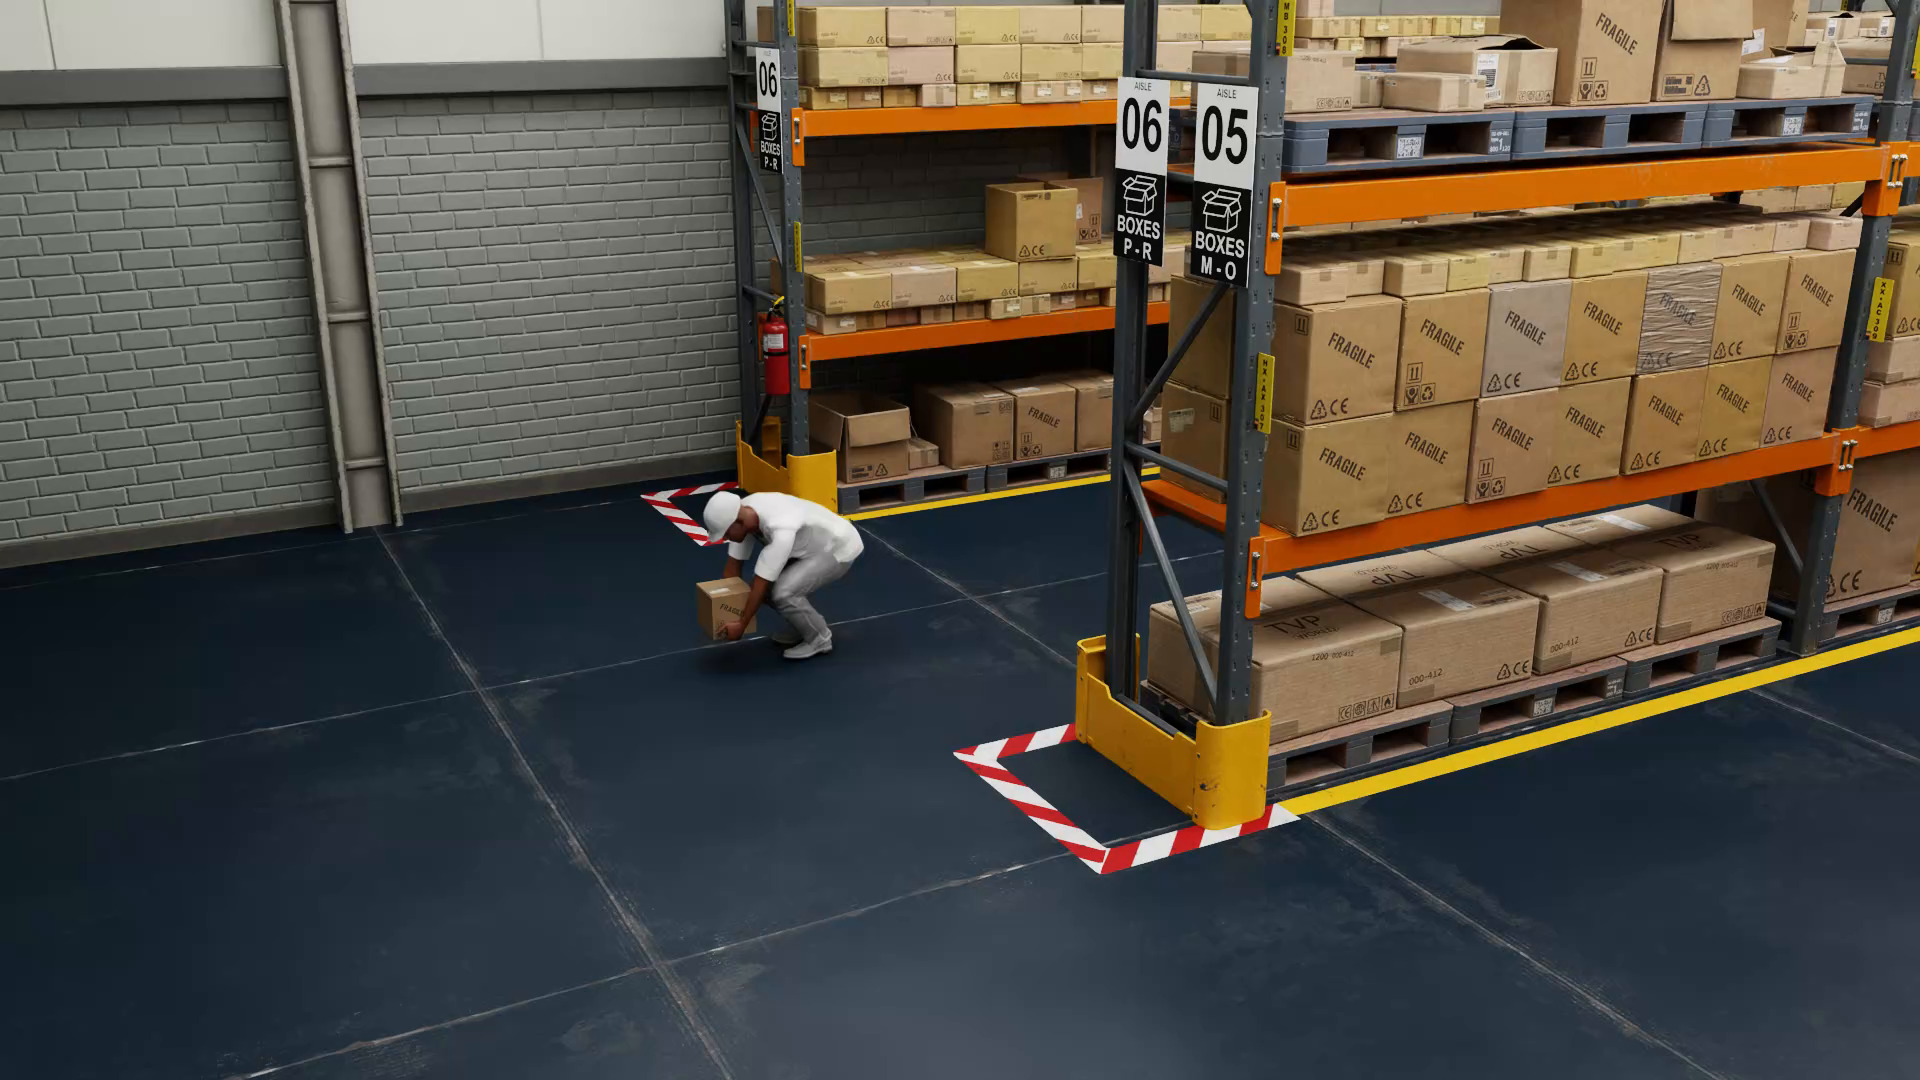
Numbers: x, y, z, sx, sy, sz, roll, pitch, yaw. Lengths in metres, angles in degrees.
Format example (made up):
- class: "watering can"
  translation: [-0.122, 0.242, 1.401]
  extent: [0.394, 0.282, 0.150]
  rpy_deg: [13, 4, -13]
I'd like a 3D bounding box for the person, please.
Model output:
- class: "person"
  translation: [-0.979, 0.163, 9.246]
  extent: [0.919, 1.008, 0.532]
  rpy_deg: [-10, 21, -28]
